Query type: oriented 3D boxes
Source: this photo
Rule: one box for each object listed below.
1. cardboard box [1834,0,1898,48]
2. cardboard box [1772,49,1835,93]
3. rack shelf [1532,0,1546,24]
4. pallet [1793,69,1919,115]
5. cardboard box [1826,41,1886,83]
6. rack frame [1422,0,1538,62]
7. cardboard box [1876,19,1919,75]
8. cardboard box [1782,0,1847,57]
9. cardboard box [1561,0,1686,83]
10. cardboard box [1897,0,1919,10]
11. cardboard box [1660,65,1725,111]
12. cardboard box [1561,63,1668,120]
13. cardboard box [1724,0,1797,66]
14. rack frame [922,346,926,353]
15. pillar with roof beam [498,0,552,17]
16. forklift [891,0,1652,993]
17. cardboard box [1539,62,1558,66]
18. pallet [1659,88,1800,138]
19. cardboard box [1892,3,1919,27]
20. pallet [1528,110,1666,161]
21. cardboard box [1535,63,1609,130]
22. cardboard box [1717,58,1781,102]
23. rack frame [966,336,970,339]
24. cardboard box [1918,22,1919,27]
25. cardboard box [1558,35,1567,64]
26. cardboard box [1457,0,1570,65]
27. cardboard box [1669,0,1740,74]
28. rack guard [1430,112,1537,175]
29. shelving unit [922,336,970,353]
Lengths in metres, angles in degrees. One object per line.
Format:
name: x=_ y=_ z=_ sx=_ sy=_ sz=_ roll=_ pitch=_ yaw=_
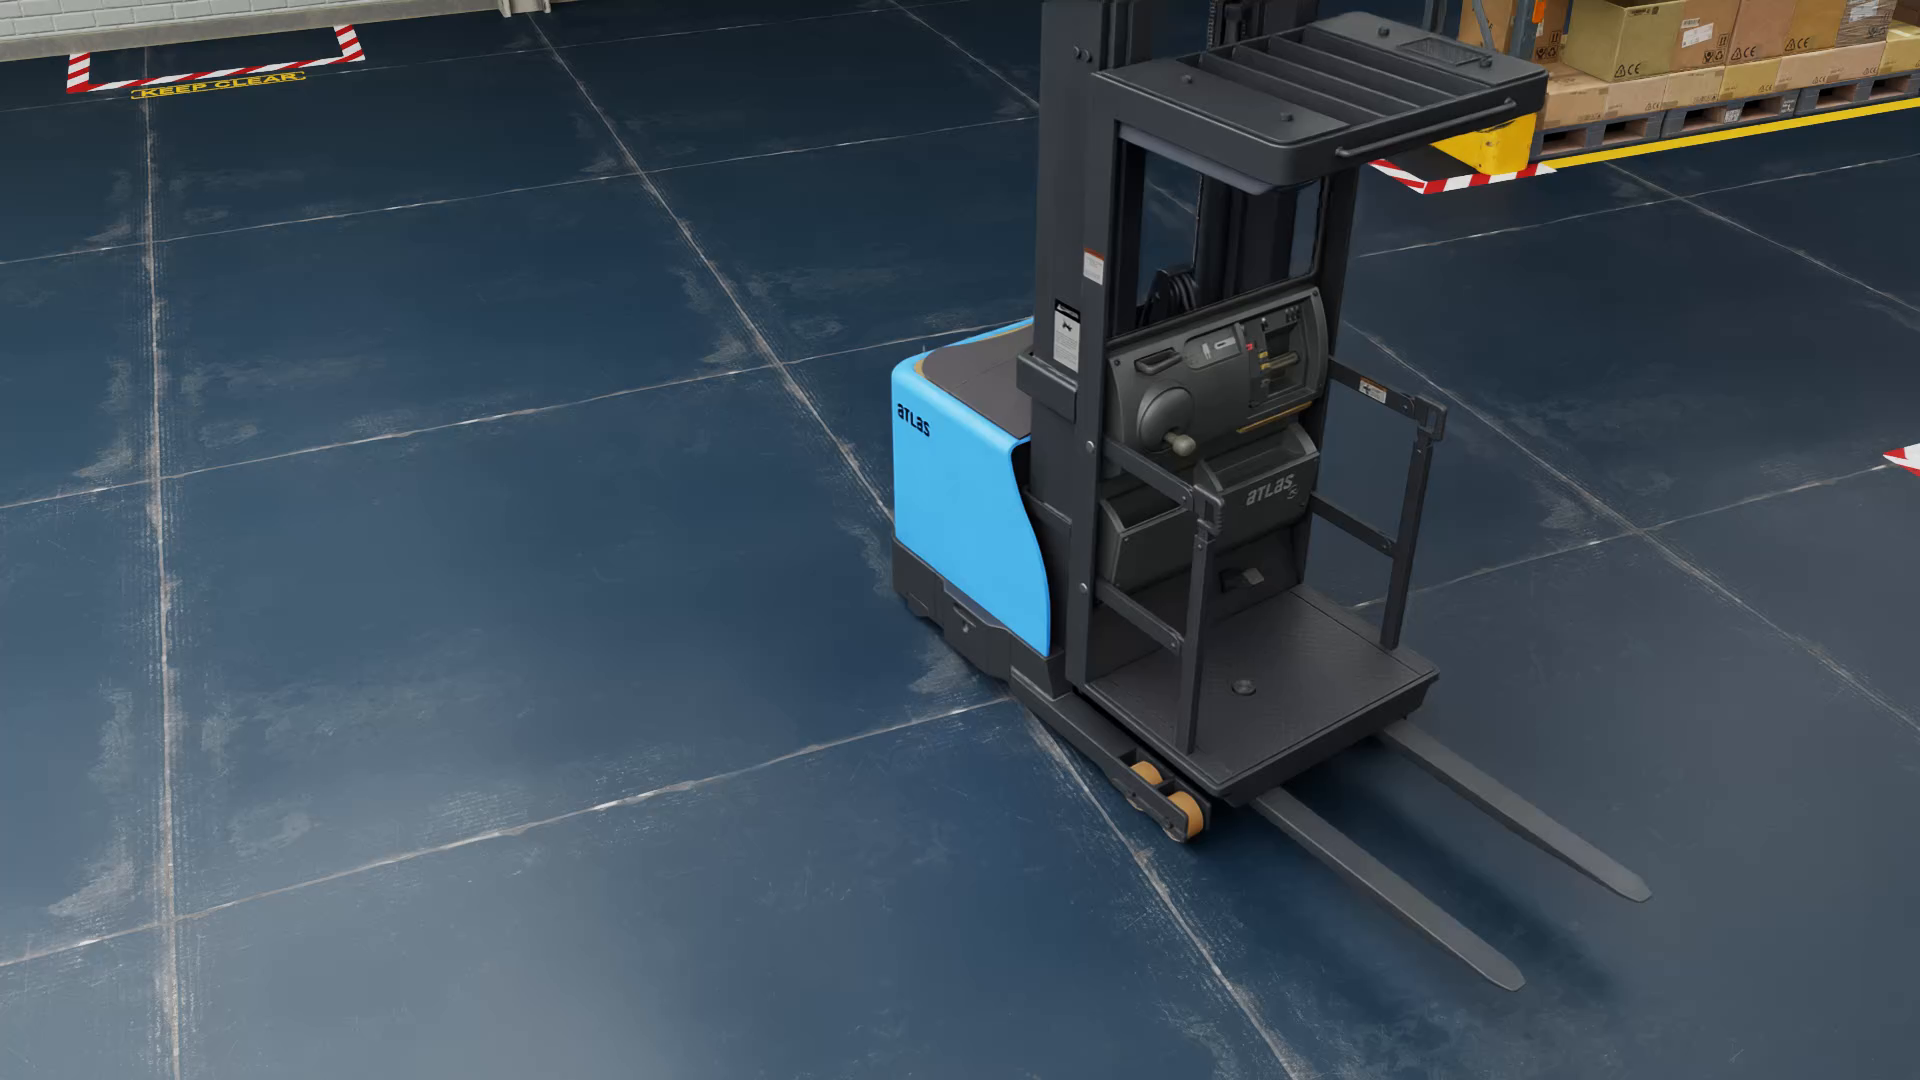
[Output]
cardboard box: x=6.304 y=-3.855 z=11.873 sx=0.500 sy=0.500 sz=0.500 roll=-13 pitch=35 yaw=-19
cardboard box: x=5.849 y=-3.427 z=11.903 sx=0.500 sy=0.250 sz=0.500 roll=-13 pitch=35 yaw=-19
rack shelf: x=5.268 y=-4.101 z=11.462 sx=4.000 sy=0.370 sz=1.077 roll=-13 pitch=35 yaw=-19
pallet: x=6.363 y=-3.509 z=12.450 sx=1.213 sy=0.211 sz=1.003 roll=-13 pitch=35 yaw=-19
cardboard box: x=6.304 y=-3.540 z=12.076 sx=0.500 sy=0.250 sz=0.500 roll=-13 pitch=35 yaw=-19
rack frame: x=3.424 y=-3.980 z=10.617 sx=0.127 sy=3.000 sz=1.000 roll=-13 pitch=35 yaw=-19
cardboard box: x=6.769 y=-3.640 z=12.231 sx=0.500 sy=0.250 sz=0.500 roll=-13 pitch=35 yaw=-19
cardboard box: x=5.844 y=-3.748 z=11.708 sx=0.500 sy=0.500 sz=0.500 roll=-13 pitch=35 yaw=-19
cardboard box: x=4.465 y=-3.426 z=11.213 sx=0.500 sy=0.500 sz=0.500 roll=-13 pitch=35 yaw=-19
cardboard box: x=7.375 y=-4.313 z=12.750 sx=0.500 sy=0.311 sz=0.500 roll=-13 pitch=35 yaw=-19
cardboard box: x=4.925 y=-3.218 z=11.581 sx=0.500 sy=0.250 sz=0.500 roll=-13 pitch=35 yaw=-19
cardboard box: x=4.464 y=-3.113 z=11.419 sx=0.500 sy=0.250 sz=0.500 roll=-13 pitch=35 yaw=-19
cardboard box: x=5.389 y=-3.635 z=11.534 sx=0.500 sy=0.500 sz=0.500 roll=-13 pitch=35 yaw=-19
rack frame: x=-0.096 y=-0.362 z=6.981 sx=0.006 sy=0.900 sz=0.240 roll=-16 pitch=36 yaw=-23
pillar with roof beam: x=-2.052 y=-6.136 z=8.430 sx=0.400 sy=9.000 sz=9.100 roll=-13 pitch=35 yaw=-19
forklift: x=0.991 y=-0.505 z=5.339 sx=1.130 sy=2.935 sz=3.031 roll=-21 pitch=39 yaw=-29
cardboard box: x=3.804 y=-3.266 z=11.655 sx=0.500 sy=0.250 sz=0.500 roll=-13 pitch=35 yaw=-19
pallet: x=5.236 y=-3.249 z=12.050 sx=1.213 sy=0.211 sz=1.003 roll=-13 pitch=35 yaw=-19
cardboard box: x=7.382 y=-4.082 z=12.909 sx=0.500 sy=0.250 sz=0.500 roll=-13 pitch=35 yaw=-19
pallet: x=4.113 y=-2.994 z=11.658 sx=1.213 sy=0.211 sz=1.003 roll=-13 pitch=35 yaw=-19
cardboard box: x=4.005 y=-3.005 z=11.254 sx=0.500 sy=0.250 sz=0.500 roll=-13 pitch=35 yaw=-19
cardboard box: x=5.388 y=-3.321 z=11.740 sx=0.500 sy=0.250 sz=0.500 roll=-13 pitch=35 yaw=-19
rack frame: x=0.084 y=-0.414 z=7.062 sx=0.006 sy=0.900 sz=0.240 roll=-16 pitch=36 yaw=-23
cardboard box: x=7.580 y=-3.809 z=12.490 sx=0.500 sy=0.250 sz=0.500 roll=-14 pitch=35 yaw=-20
cardboard box: x=4.261 y=-3.377 z=11.826 sx=0.500 sy=0.250 sz=0.500 roll=-13 pitch=35 yaw=-19
cardboard box: x=3.803 y=-3.581 z=11.452 sx=0.500 sy=0.500 sz=0.500 roll=-13 pitch=35 yaw=-19
cardboard box: x=4.921 y=-3.538 z=11.386 sx=0.500 sy=0.500 sz=0.500 roll=-13 pitch=35 yaw=-19
rack guard: x=3.402 y=-2.927 z=11.291 sx=0.348 sy=0.500 sz=1.175 roll=-13 pitch=35 yaw=-19
shelving unit: x=-0.006 y=-0.388 z=7.021 sx=0.210 sy=0.900 sz=0.258 roll=-16 pitch=36 yaw=-23
